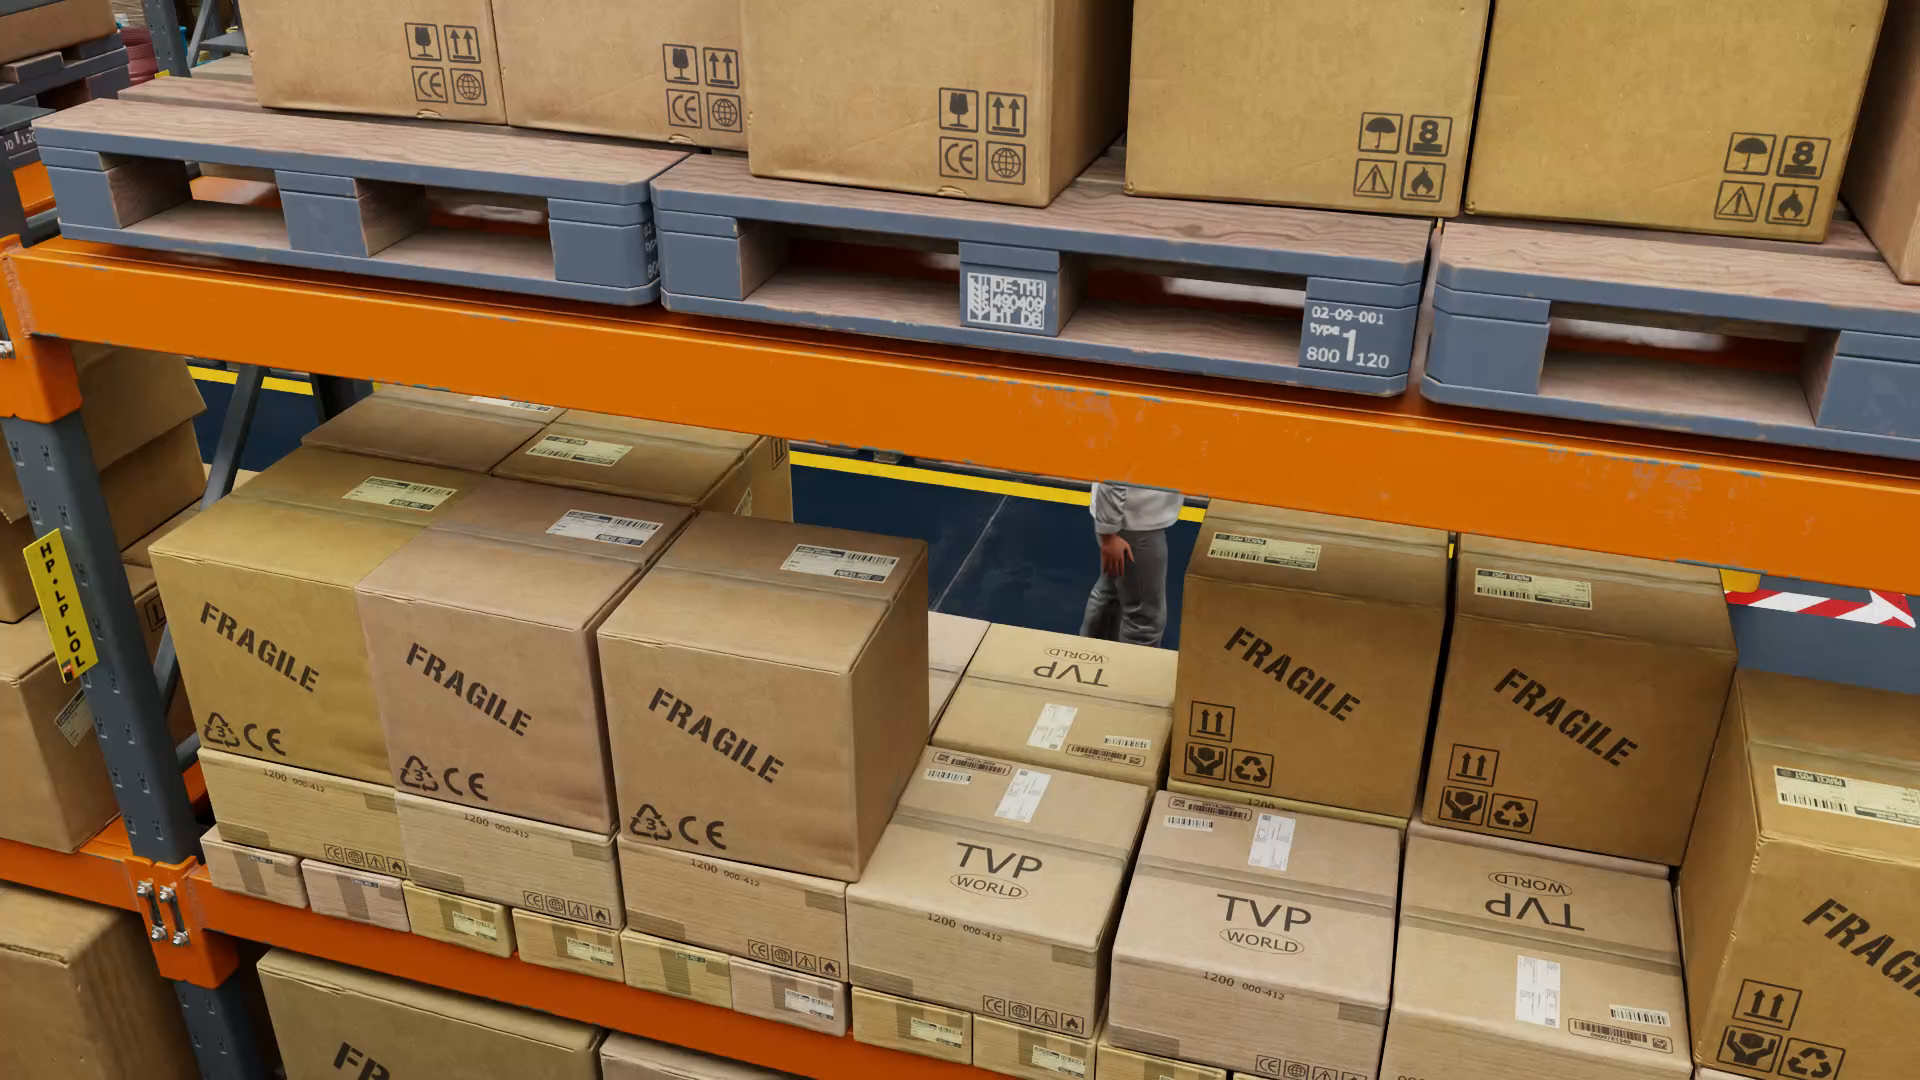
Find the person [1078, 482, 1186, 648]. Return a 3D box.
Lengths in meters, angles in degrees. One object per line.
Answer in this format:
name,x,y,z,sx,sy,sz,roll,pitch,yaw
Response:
person,0.703,-0.113,6.285,0.550,1.781,0.563,6,30,10
